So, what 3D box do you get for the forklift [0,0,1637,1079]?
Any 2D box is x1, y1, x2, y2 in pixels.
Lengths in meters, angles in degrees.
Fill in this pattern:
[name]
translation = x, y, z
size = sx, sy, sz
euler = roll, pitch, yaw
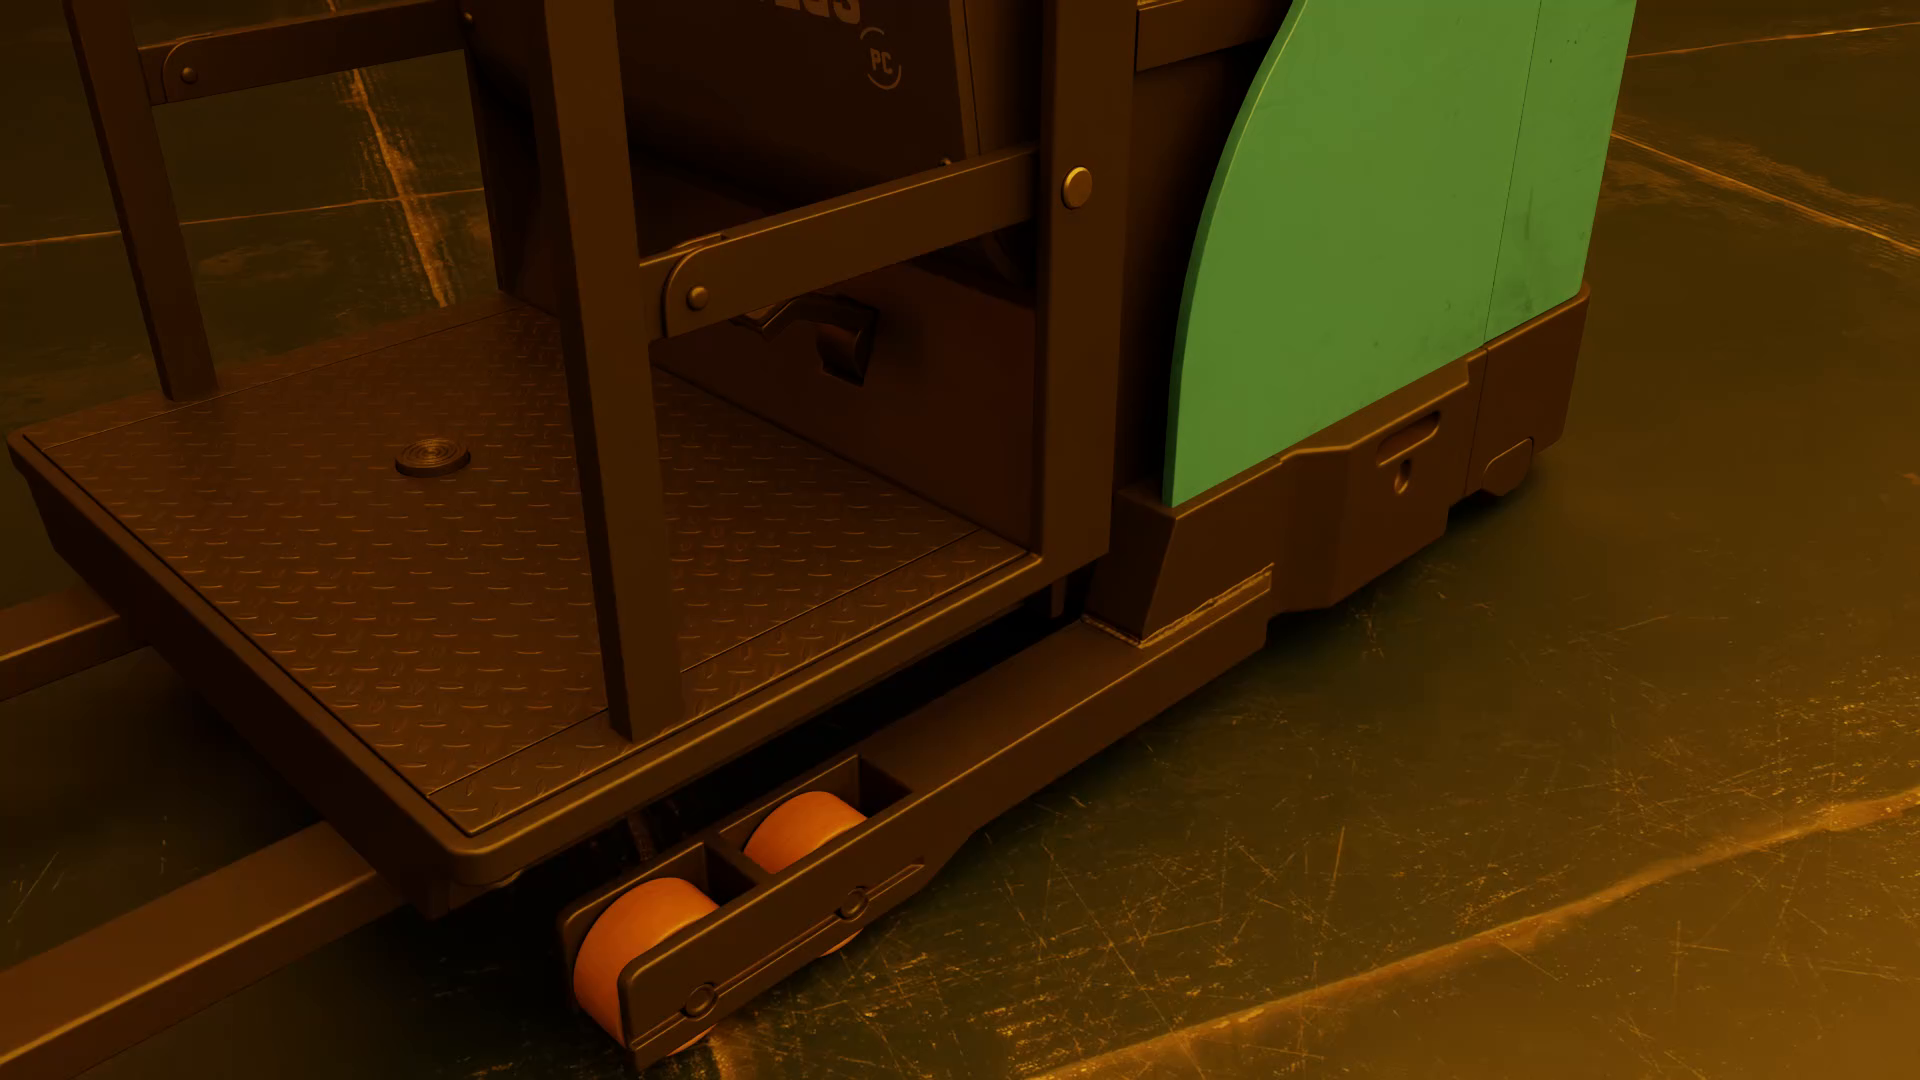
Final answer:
[forklift]
translation = -0.435, -1.063, 1.405
size = 3.031, 2.935, 1.130
euler = -26, 39, -37
